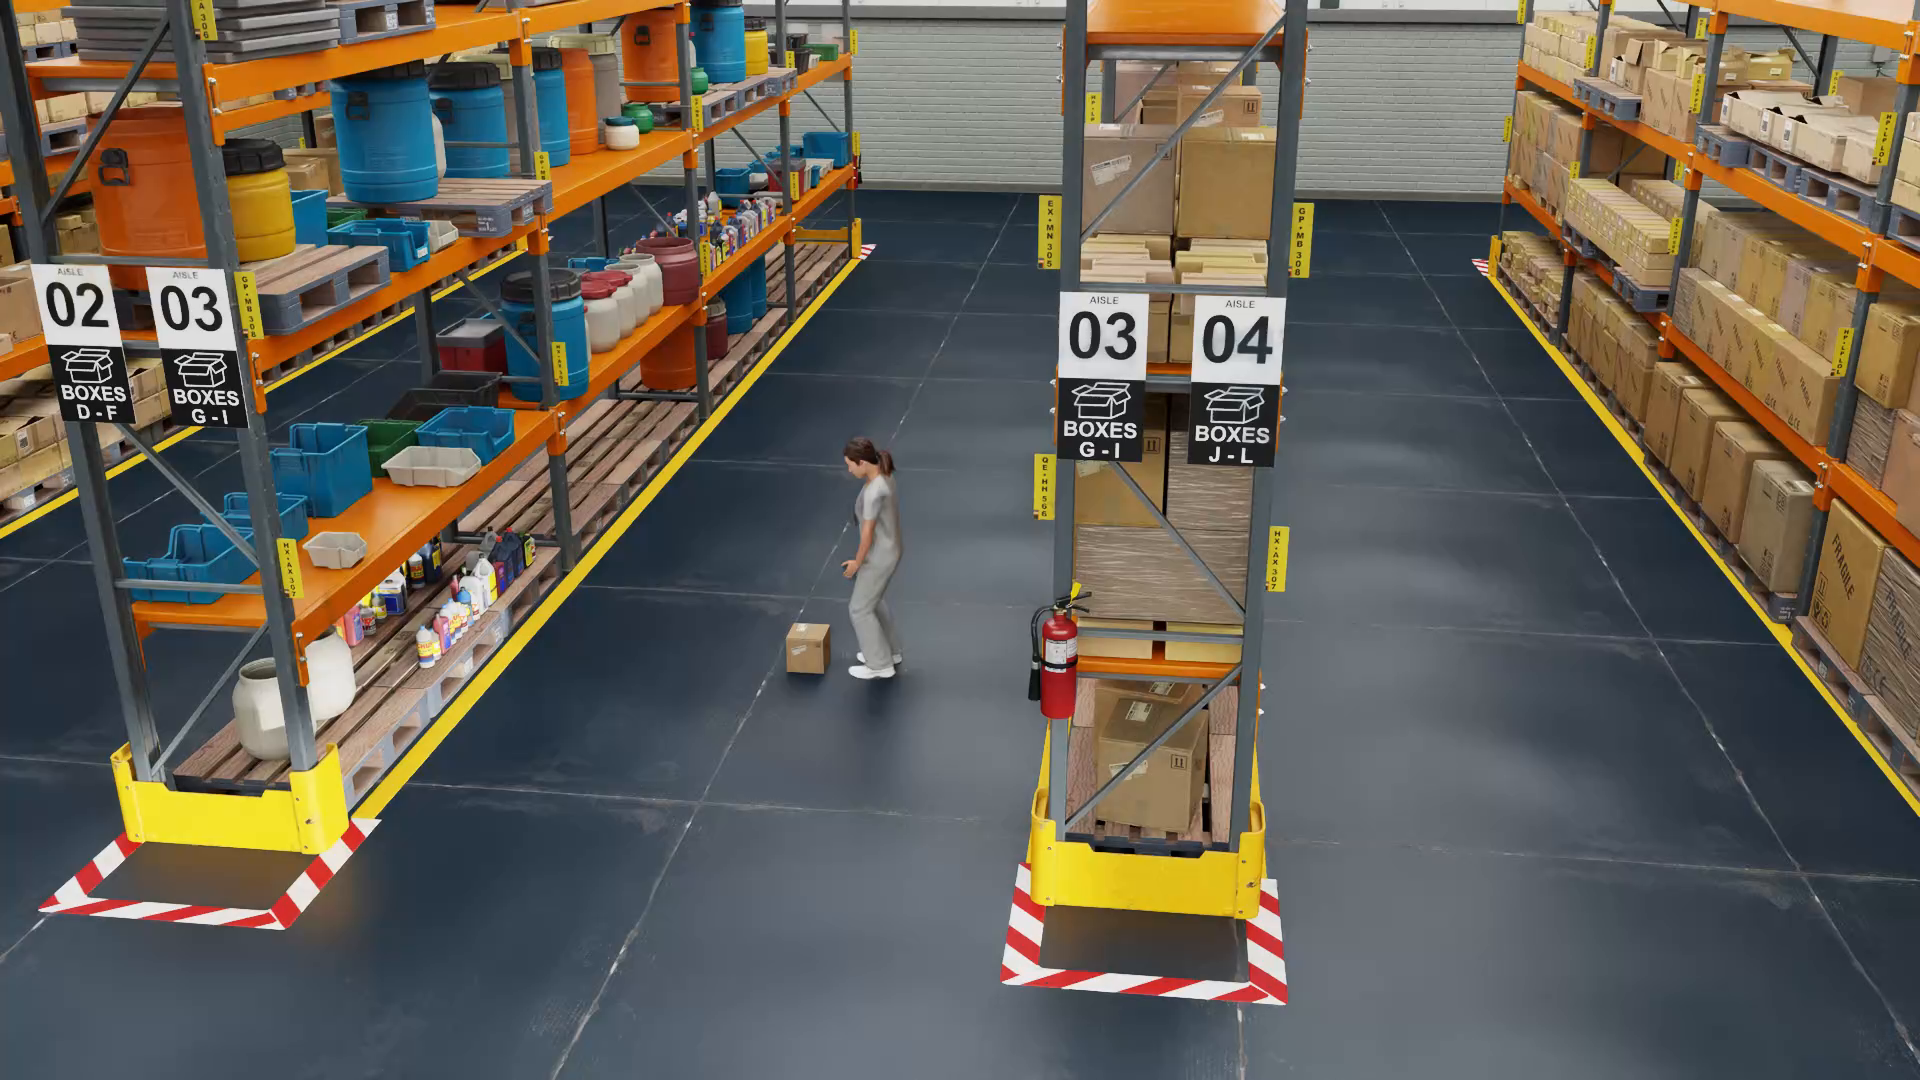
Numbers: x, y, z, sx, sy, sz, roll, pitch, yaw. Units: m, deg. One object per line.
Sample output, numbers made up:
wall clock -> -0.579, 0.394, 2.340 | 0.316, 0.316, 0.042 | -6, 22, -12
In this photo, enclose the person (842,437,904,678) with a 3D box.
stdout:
person -> -0.564, 0.113, 10.861 | 0.370, 1.637, 0.458 | 3, 21, 8
